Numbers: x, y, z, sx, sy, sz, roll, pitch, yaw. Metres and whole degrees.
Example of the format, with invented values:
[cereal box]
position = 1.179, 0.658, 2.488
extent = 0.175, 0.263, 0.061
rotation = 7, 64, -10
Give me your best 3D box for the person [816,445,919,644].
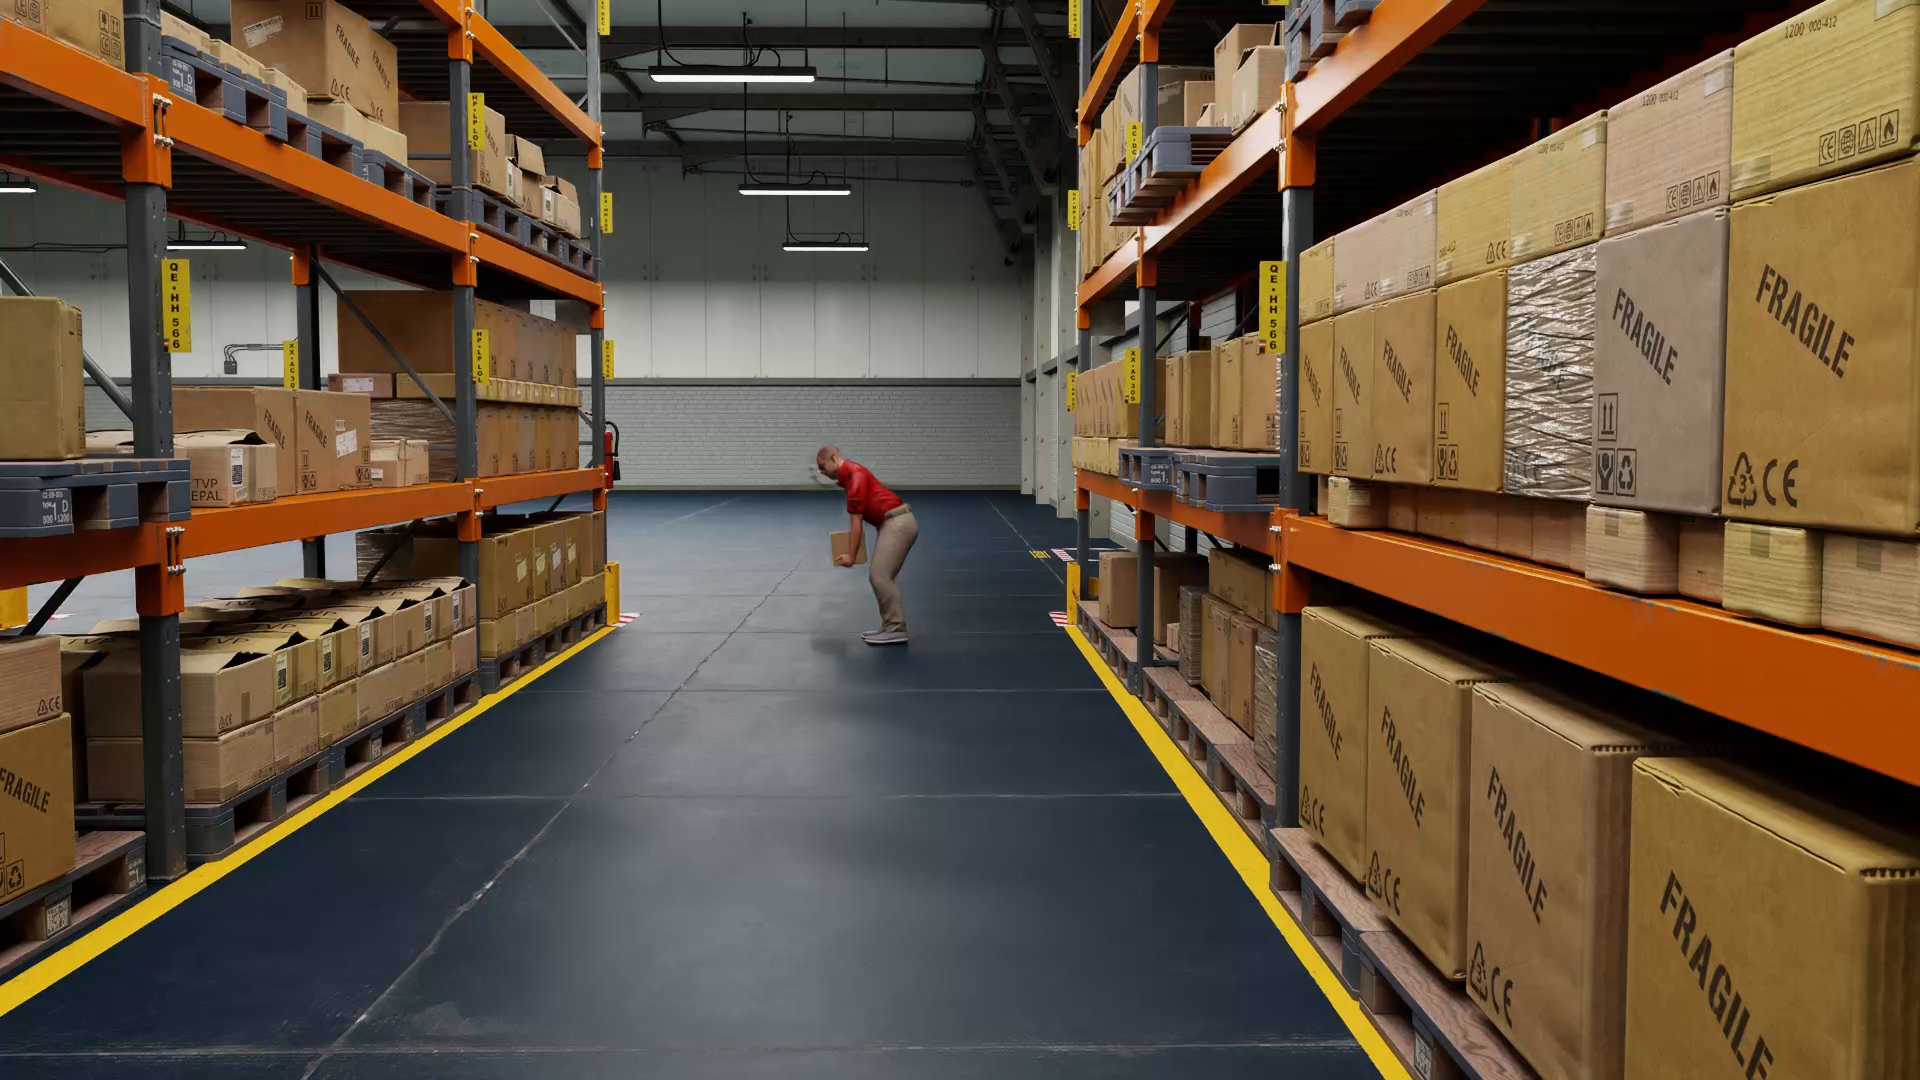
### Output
[person]
position = -0.724, 0.028, 12.674
extent = 0.741, 1.510, 0.465
rotation = 0, 4, -3
